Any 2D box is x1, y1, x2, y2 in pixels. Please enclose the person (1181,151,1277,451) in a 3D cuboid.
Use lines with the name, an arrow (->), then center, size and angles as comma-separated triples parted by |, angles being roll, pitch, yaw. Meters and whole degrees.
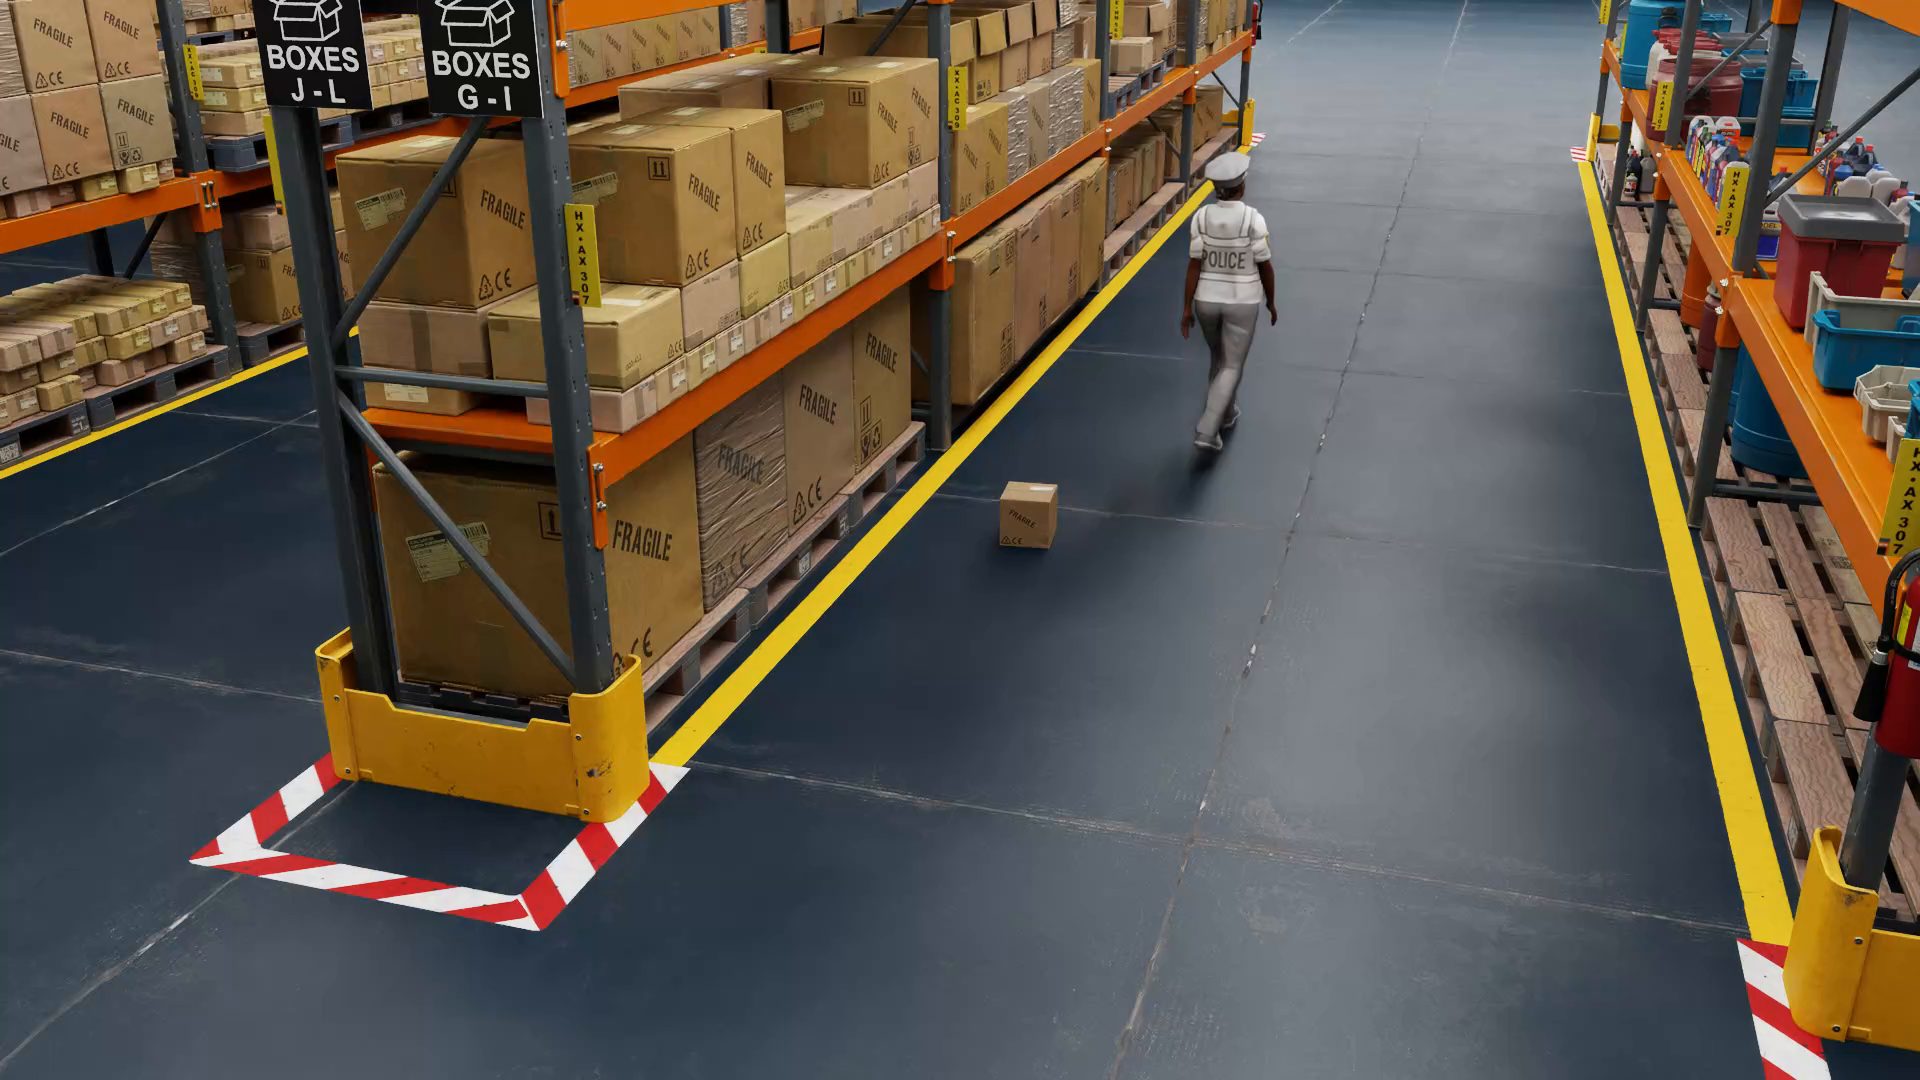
person -> 1.518, -1.345, 9.349 | 0.465, 1.643, 0.978 | 12, 25, 27
